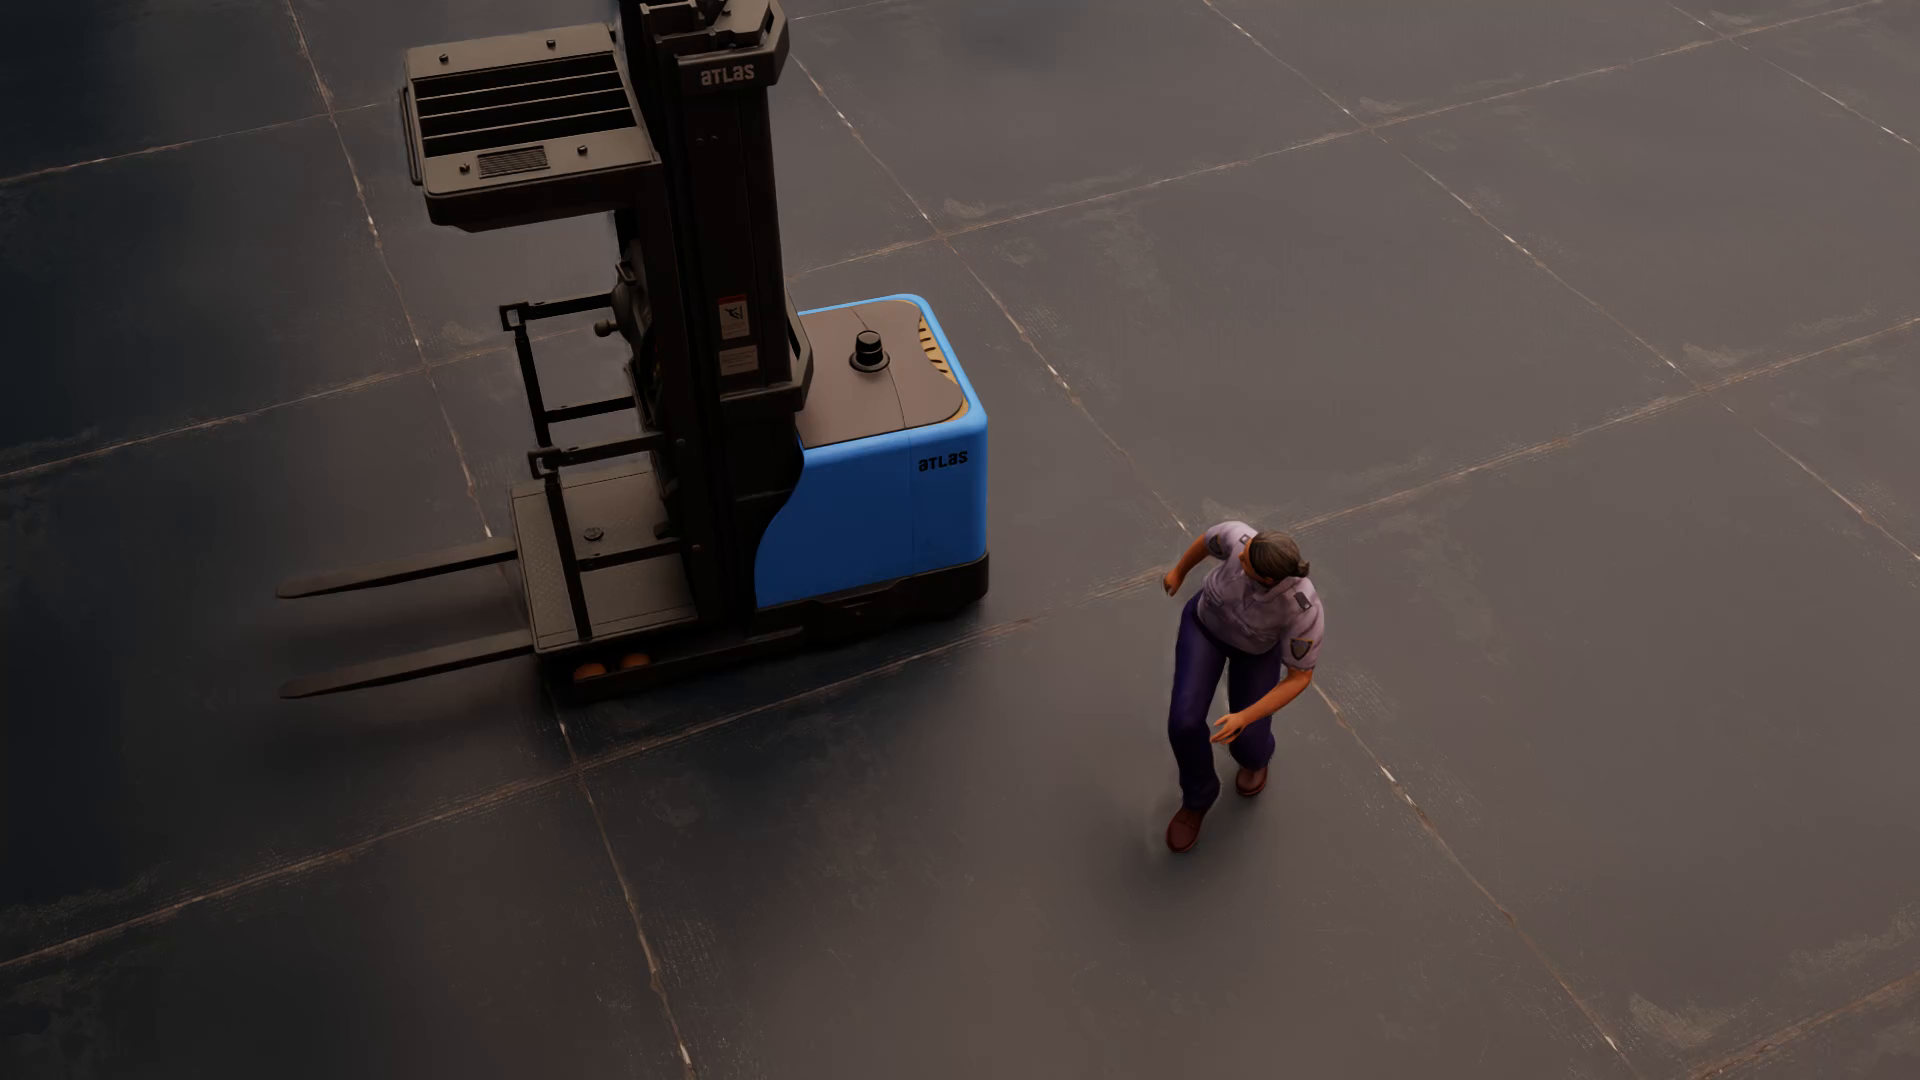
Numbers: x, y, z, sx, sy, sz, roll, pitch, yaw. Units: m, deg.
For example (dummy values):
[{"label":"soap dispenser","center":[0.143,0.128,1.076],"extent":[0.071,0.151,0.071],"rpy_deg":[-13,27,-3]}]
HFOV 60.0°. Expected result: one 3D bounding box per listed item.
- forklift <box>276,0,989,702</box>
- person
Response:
[{"label":"forklift","center":[-1.447,-0.792,6.529],"extent":[3.031,2.935,1.130],"rpy_deg":[-12,44,-13]},{"label":"person","center":[0.979,0.474,6.266],"extent":[0.703,1.473,0.729],"rpy_deg":[19,46,19]}]
